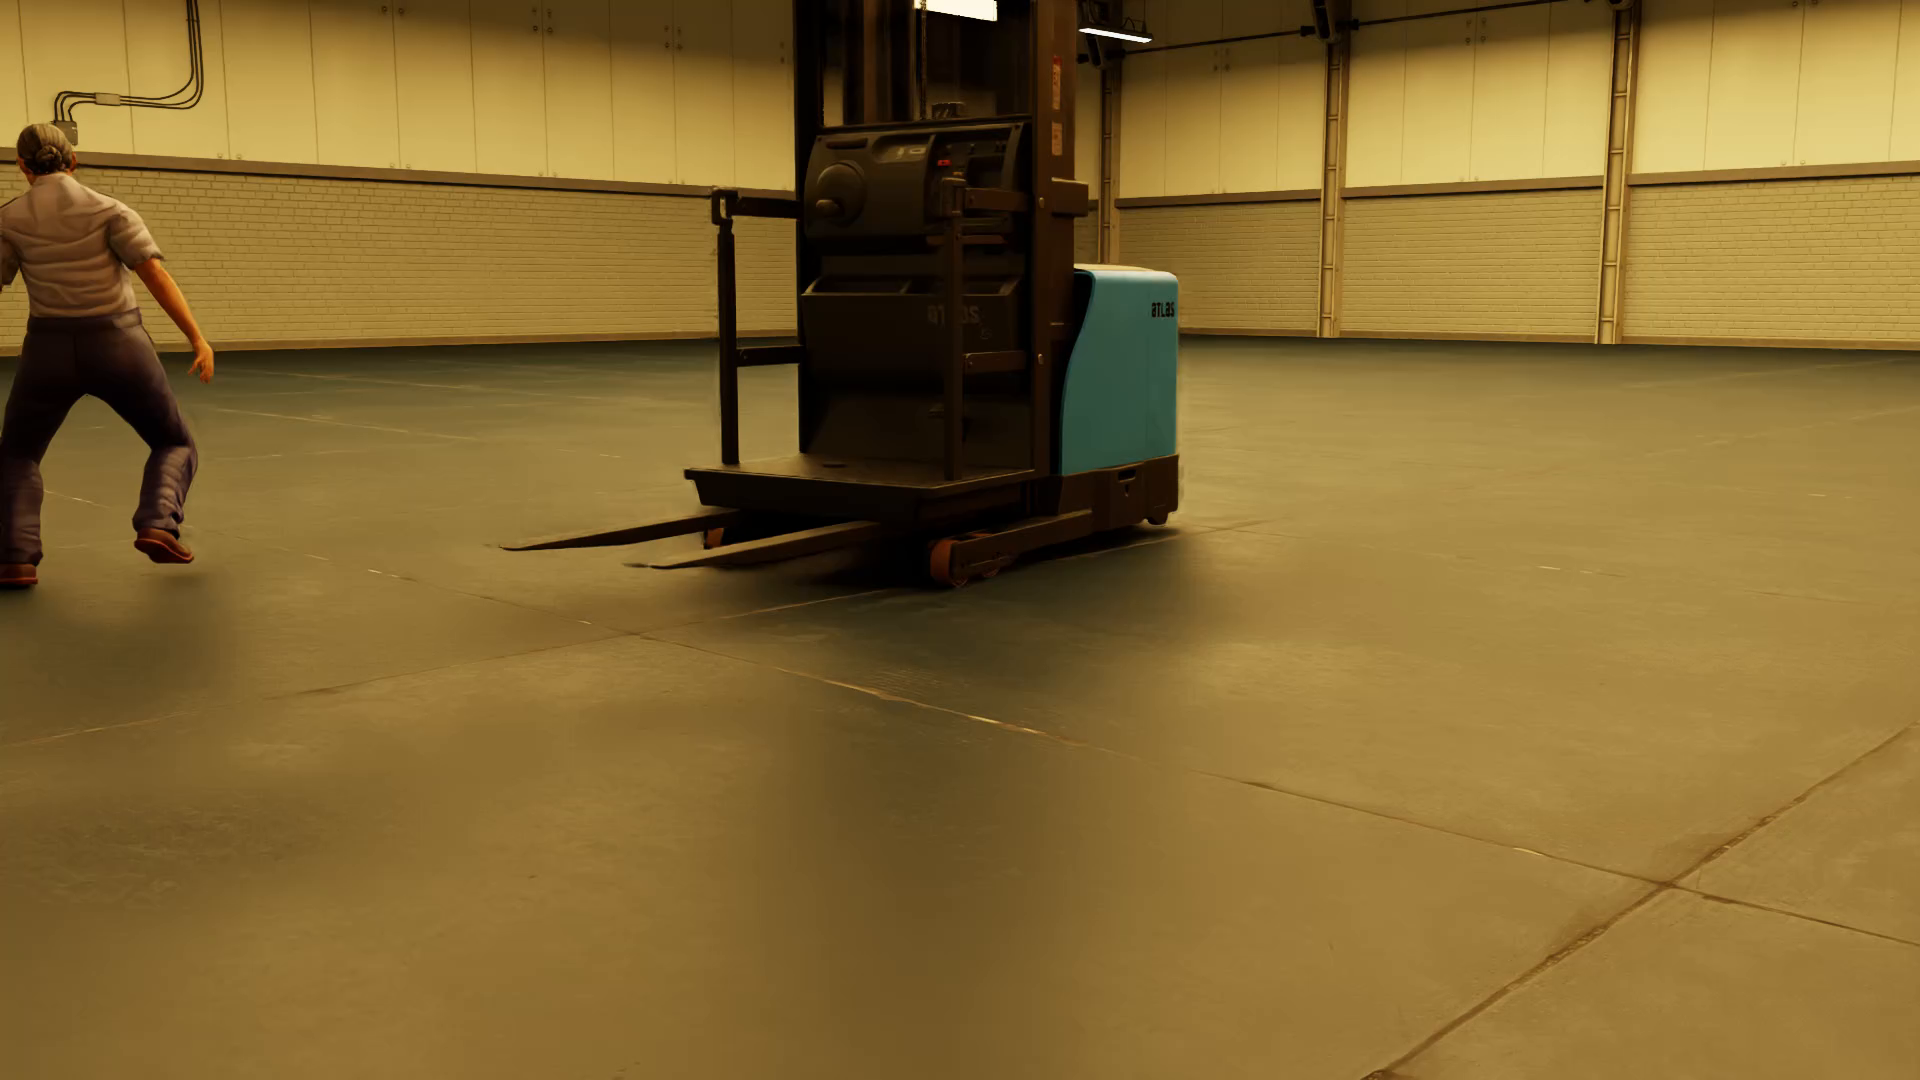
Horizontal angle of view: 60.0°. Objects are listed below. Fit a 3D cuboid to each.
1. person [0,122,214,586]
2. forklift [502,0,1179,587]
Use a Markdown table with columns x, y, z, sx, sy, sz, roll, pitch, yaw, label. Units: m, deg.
| x | y | z | sx | sy | sz | roll | pitch | yaw | label |
| --- | --- | --- | --- | --- | --- | --- | --- | --- | --- |
| -3.000 | -0.636 | 5.734 | 0.830 | 1.571 | 0.484 | -2 | 9 | -11 | person |
| -0.294 | -1.368 | 5.957 | 1.130 | 2.935 | 3.031 | 6 | 10 | 33 | forklift |
